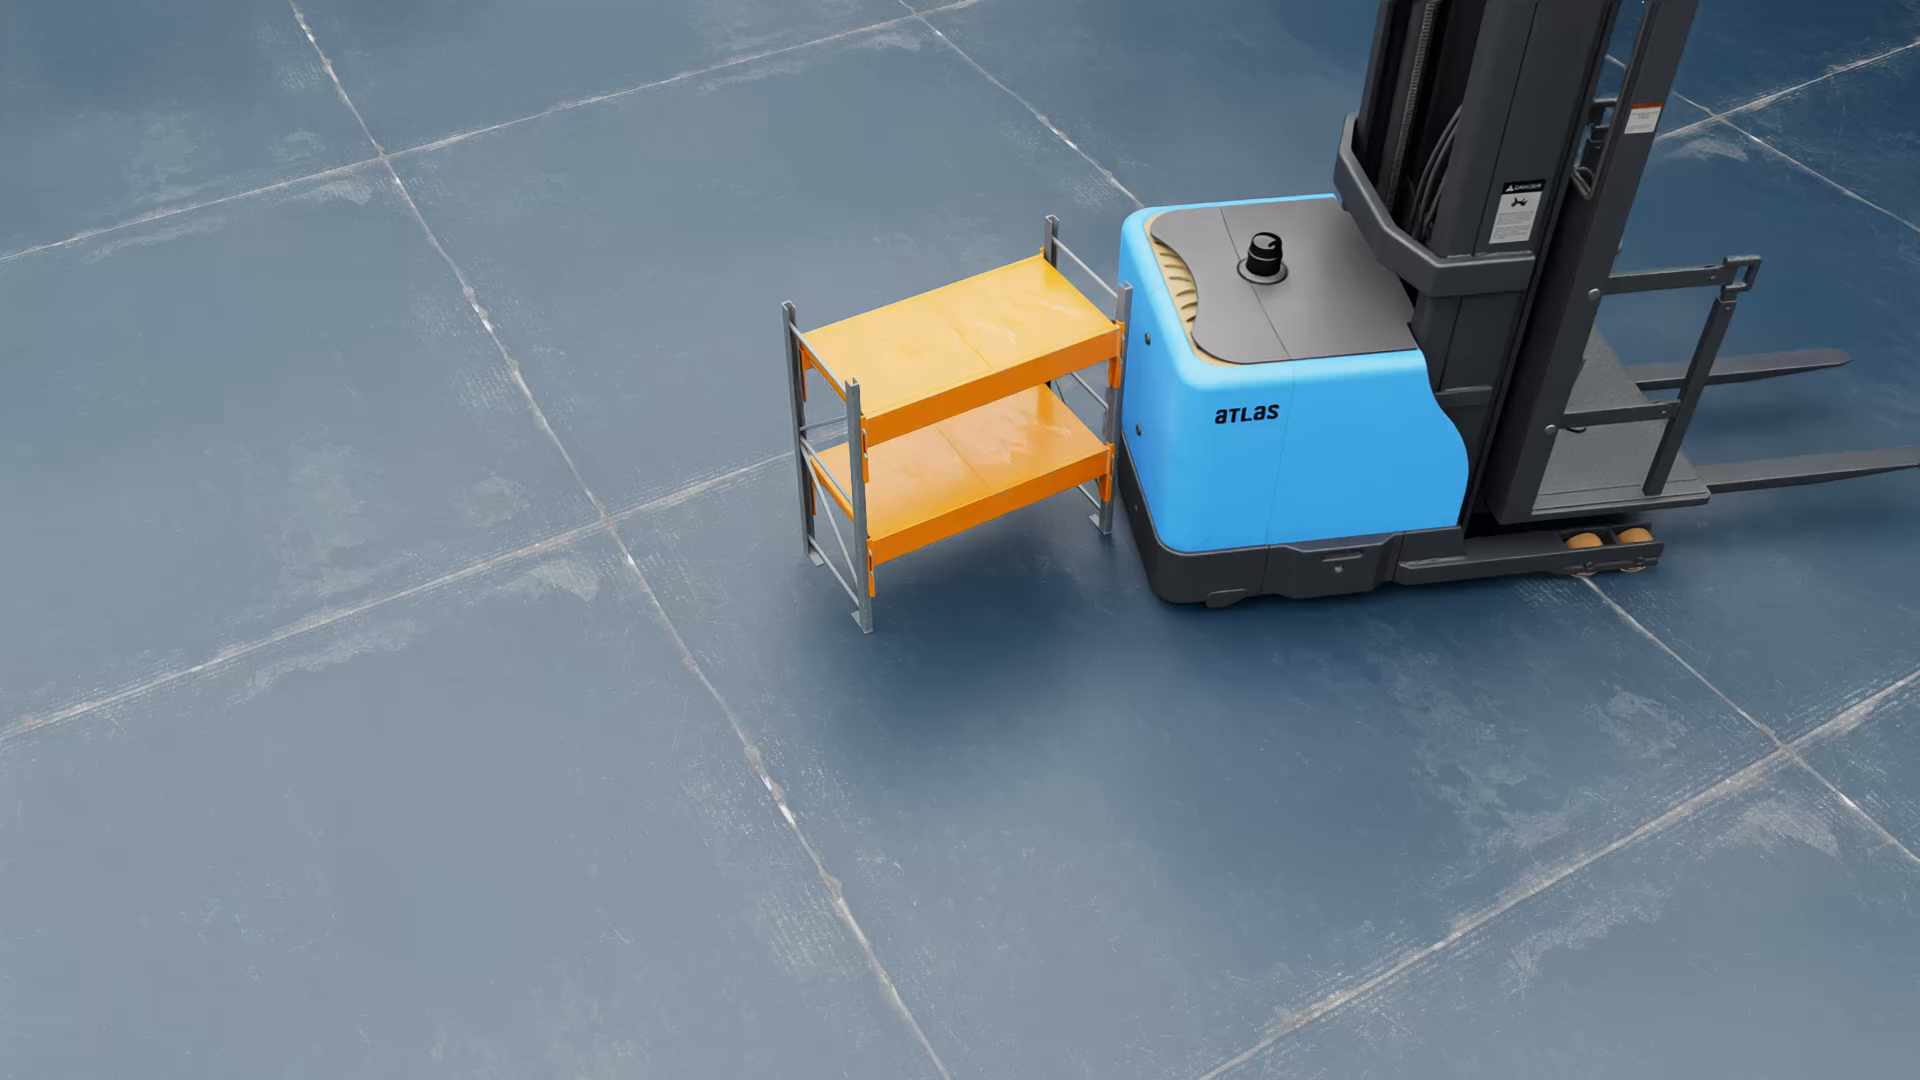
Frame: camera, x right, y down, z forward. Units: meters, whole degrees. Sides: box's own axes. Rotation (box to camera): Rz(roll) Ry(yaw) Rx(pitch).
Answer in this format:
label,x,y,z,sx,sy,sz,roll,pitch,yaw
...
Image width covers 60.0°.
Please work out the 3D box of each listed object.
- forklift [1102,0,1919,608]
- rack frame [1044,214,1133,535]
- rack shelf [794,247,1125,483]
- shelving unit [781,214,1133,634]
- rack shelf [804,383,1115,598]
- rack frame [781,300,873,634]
label,x,y,z,sx,sy,sz,roll,pitch,yaw
forklift,2.123,-1.276,5.460,3.031,2.935,1.130,-6,44,-6
rack frame,0.435,-0.578,6.038,0.032,1.125,0.500,-22,48,-21
rack shelf,-0.006,-0.611,5.652,1.000,0.278,0.538,-22,48,-21
shelving unit,-0.006,-0.401,5.856,1.048,1.125,0.538,-22,48,-21
rack shelf,-0.006,-0.226,6.026,1.000,0.278,0.538,-22,48,-21
rack frame,-0.447,-0.225,5.674,0.032,1.125,0.500,-22,48,-21
